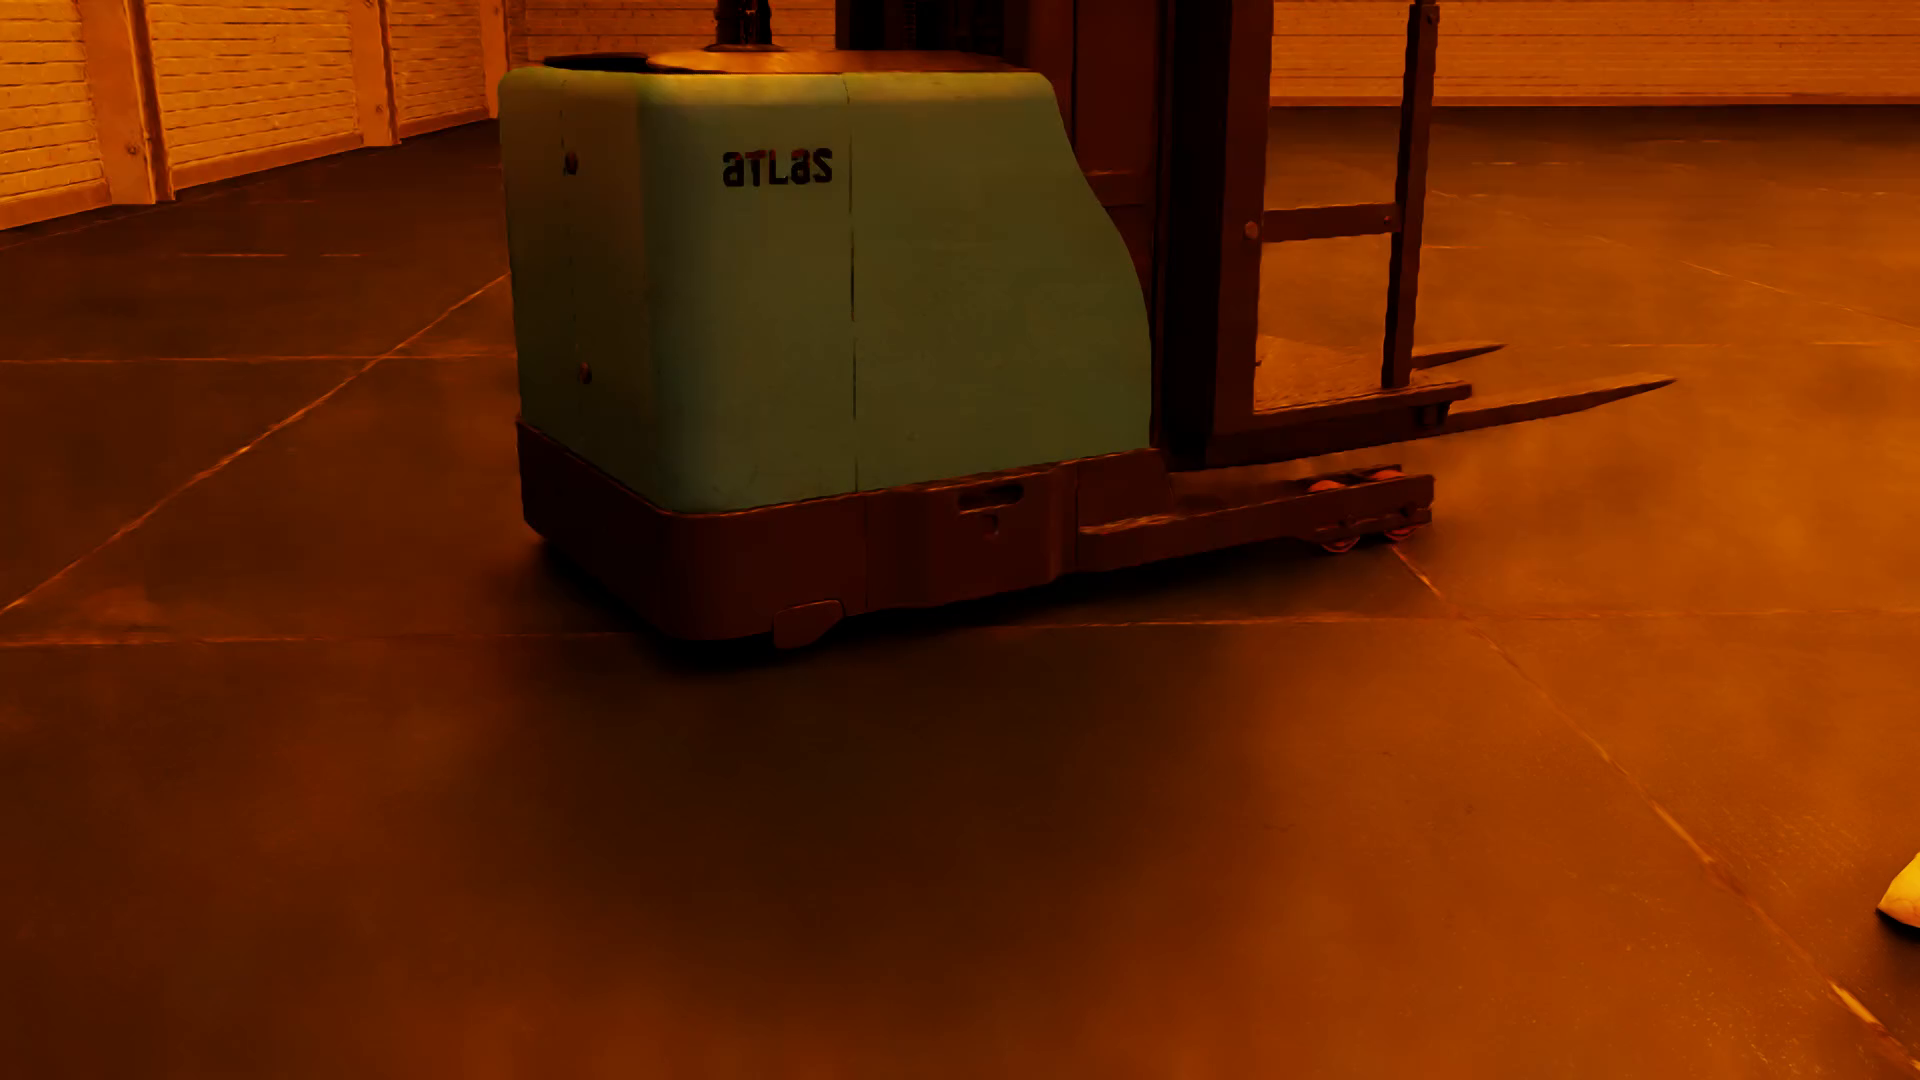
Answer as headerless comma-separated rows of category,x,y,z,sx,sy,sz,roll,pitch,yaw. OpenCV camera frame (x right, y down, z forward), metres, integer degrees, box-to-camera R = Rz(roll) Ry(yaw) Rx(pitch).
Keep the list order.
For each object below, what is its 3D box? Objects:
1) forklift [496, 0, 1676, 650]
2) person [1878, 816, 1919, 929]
forklift,0.524,-1.493,3.789,3.031,2.935,1.130,-10,20,-29
person,1.492,-0.273,1.959,0.387,1.670,0.540,-15,22,-40
